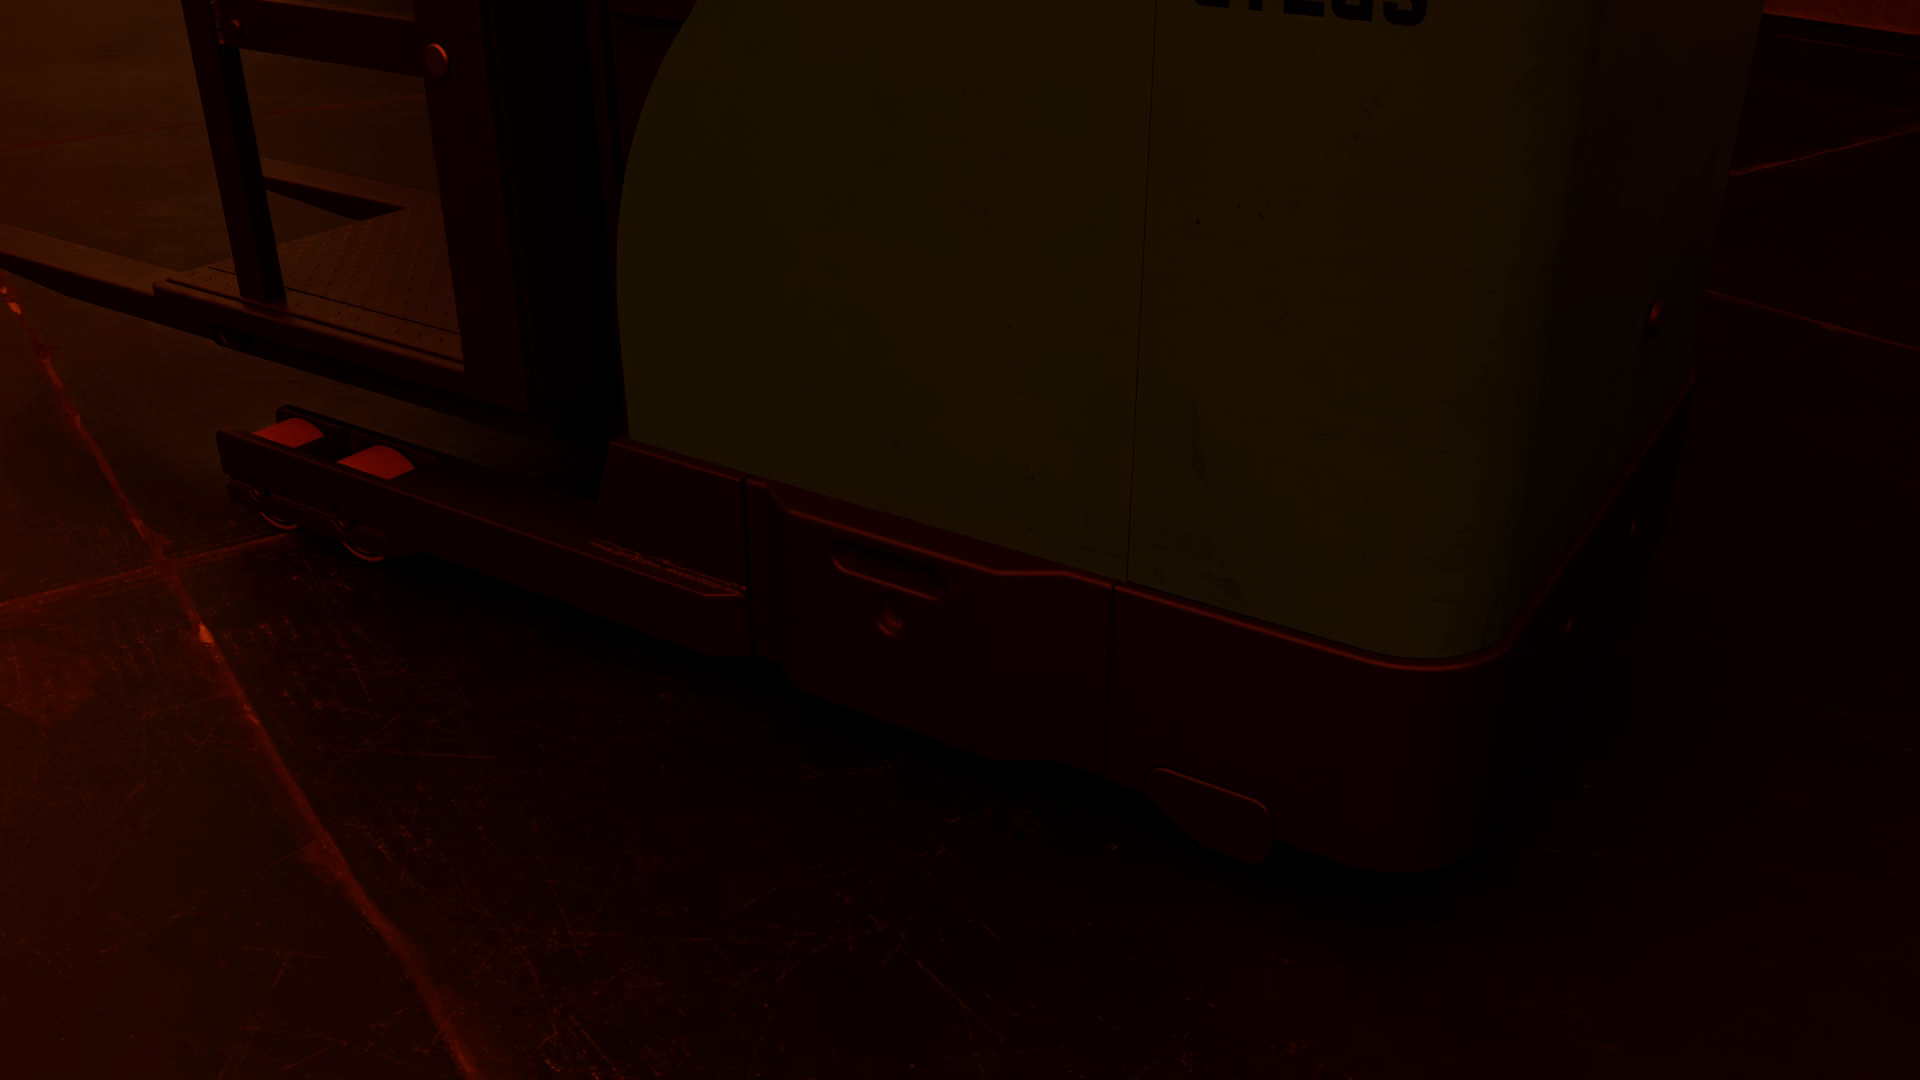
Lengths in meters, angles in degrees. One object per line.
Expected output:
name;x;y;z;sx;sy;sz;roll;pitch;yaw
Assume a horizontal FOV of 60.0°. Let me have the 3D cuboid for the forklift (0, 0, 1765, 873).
forklift;-0.511;-1.459;2.139;3.031;2.935;1.130;16;31;29
